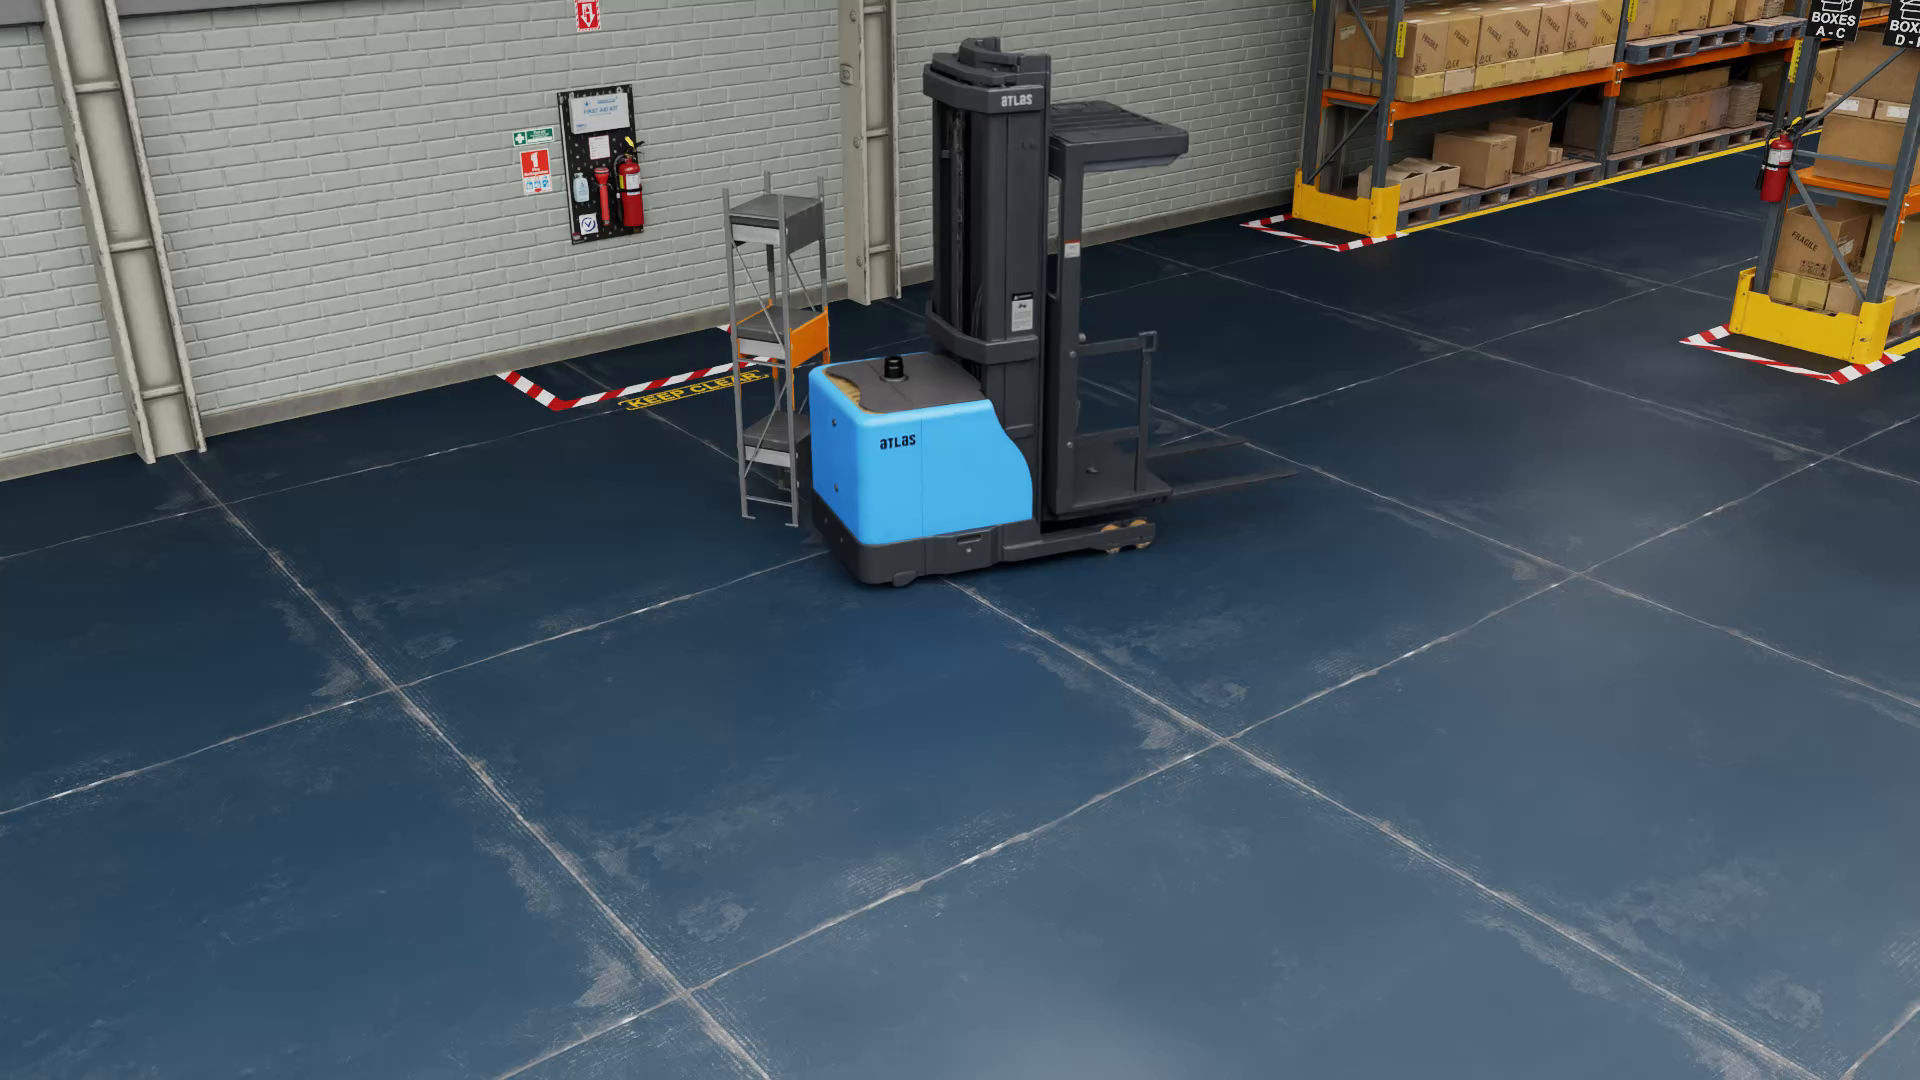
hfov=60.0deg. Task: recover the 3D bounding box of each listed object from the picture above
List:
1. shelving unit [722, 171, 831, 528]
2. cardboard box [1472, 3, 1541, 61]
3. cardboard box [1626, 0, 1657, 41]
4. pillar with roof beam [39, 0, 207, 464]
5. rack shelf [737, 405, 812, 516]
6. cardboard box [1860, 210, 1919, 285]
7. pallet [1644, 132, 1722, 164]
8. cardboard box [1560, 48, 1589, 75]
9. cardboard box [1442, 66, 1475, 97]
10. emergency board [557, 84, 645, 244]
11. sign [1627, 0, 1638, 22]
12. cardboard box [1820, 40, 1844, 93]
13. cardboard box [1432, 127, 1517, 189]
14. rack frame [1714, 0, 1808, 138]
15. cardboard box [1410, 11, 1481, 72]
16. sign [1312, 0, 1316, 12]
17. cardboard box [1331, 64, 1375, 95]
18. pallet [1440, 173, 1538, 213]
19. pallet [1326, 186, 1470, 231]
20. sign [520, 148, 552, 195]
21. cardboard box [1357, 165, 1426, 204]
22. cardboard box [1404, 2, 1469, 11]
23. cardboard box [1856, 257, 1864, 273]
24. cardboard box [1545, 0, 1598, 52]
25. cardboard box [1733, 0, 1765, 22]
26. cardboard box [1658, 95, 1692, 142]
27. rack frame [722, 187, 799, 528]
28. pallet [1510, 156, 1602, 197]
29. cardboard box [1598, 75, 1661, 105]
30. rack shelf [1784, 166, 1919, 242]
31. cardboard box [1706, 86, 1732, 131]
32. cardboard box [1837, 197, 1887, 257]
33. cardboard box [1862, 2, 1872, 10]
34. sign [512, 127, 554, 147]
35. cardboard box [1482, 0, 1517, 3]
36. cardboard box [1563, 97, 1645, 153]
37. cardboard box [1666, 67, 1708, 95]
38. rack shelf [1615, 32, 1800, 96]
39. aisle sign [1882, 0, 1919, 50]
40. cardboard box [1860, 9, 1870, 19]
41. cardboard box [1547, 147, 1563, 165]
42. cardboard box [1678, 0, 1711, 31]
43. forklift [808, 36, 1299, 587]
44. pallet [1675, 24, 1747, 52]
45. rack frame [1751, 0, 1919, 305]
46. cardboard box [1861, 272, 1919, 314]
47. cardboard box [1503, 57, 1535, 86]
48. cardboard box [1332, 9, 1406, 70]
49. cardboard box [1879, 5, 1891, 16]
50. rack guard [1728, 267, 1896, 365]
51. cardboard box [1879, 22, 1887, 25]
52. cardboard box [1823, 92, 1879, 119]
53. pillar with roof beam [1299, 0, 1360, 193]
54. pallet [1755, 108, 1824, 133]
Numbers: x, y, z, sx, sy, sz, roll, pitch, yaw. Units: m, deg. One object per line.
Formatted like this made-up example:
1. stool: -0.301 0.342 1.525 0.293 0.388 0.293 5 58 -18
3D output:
1. shelving unit: -1.101 -1.160 10.255 0.431 2.100 0.503 10 27 21
2. cardboard box: 5.696 -5.332 17.439 0.500 0.500 0.500 -17 30 -32
3. cardboard box: 7.499 -6.036 19.051 0.500 0.500 0.700 -18 30 -34
4. pillar with roof beam: -2.839 -3.277 6.622 0.400 9.000 9.100 -18 31 -34
5. rack shelf: -1.101 -0.512 10.555 0.431 0.518 0.480 10 27 21
6. cardboard box: 7.941 -2.470 13.887 0.500 0.500 0.500 -18 31 -34
7. pallet: 8.650 -4.927 20.615 1.213 0.211 1.003 -18 31 -34
8. cardboard box: 6.495 -5.261 18.177 0.500 0.250 0.500 -18 30 -34
9. cardboard box: 4.910 -4.733 17.040 0.500 0.250 0.500 -19 31 -36
10. emergency board: -2.742 -2.911 12.960 0.643 1.169 0.194 -18 31 -34
11. sign: 7.419 -5.885 18.339 0.005 0.325 0.100 -18 31 -34
12. cardboard box: 11.578 -6.297 22.311 0.750 0.750 0.750 -18 31 -34
13. cardboard box: 5.587 -4.169 18.116 0.500 0.500 0.700 -21 32 -37
14. rack frame: 10.226 -6.709 21.143 0.127 3.000 1.000 -18 31 -34
15. cardboard box: 4.886 -5.062 16.857 0.500 0.500 0.500 -18 30 -34
16. sign: 3.603 -5.489 16.762 0.005 0.325 0.100 -18 31 -34
17. cardboard box: 4.178 -4.758 17.093 0.500 0.250 0.500 -18 30 -33
18. pallet: 5.610 -3.900 18.403 1.213 0.211 1.003 -18 31 -34
19. pallet: 4.651 -3.585 17.724 1.213 0.211 1.003 -18 31 -34
20. sign: -3.241 -2.818 12.717 0.234 0.329 0.001 -18 31 -34
21. cardboard box: 4.530 -3.761 17.462 0.500 0.311 0.500 -23 33 -40
22. cardboard box: 4.976 -5.368 17.517 0.500 0.500 0.500 -19 31 -35
23. cardboard box: 7.616 -2.305 14.421 0.500 0.250 0.500 -18 31 -34
24. cardboard box: 6.507 -5.594 18.005 0.500 0.500 0.500 -18 31 -34
25. cardboard box: 9.439 -6.674 20.427 0.500 0.500 0.700 -22 33 -39
26. cardboard box: 8.449 -5.202 20.343 0.500 0.500 0.700 -18 30 -33
27. rack frame: -1.197 -1.065 10.052 0.400 2.100 0.015 10 27 21
28. pallet: 6.571 -4.219 19.090 1.213 0.211 1.003 -18 31 -34
29. cardboard box: 7.991 -5.388 19.853 0.500 0.250 0.500 -19 31 -35
30. rack shelf: 8.564 -3.184 14.402 4.000 0.370 1.077 -18 31 -34
31. cardboard box: 9.214 -5.475 20.931 0.500 0.500 0.700 -18 31 -34
32. cardboard box: 8.006 -2.777 14.547 0.500 0.500 0.500 -18 31 -34
33. cardboard box: 11.575 -7.201 21.708 0.500 0.500 0.500 -18 31 -34
34. sign: -3.232 -3.057 12.601 0.331 0.109 0.001 -18 31 -34
35. cardboard box: 5.774 -5.638 18.098 0.500 0.500 0.500 -17 30 -33
36. cardboard box: 7.647 -4.932 19.762 0.500 0.500 0.700 -17 30 -32
37. cardboard box: 8.802 -5.648 20.413 0.500 0.250 0.500 -18 31 -34
38. rack shelf: 8.652 -5.863 20.175 4.000 0.370 1.077 -18 31 -34
39. aisle sign: 7.127 -4.052 12.329 0.004 0.787 0.394 -18 31 -34
40. cardboard box: 11.828 -7.015 22.077 0.250 0.149 0.380 -18 30 -34
41. cardboard box: 6.675 -4.436 19.087 0.380 0.166 0.250 22 33 39
42. cardboard box: 8.442 -6.360 19.749 0.500 0.500 0.700 -14 28 -27
43. forklift: 0.647 -1.446 9.884 3.031 2.935 1.130 -10 27 -20
44. pallet: 8.693 -6.094 20.046 1.213 0.211 1.003 -18 31 -34
45. rack frame: 6.990 -2.991 13.131 0.127 3.000 1.000 -18 31 -34
46. cardboard box: 7.940 -2.131 14.046 0.500 0.250 0.500 -18 31 -34
47. cardboard box: 5.714 -4.994 17.602 0.500 0.250 0.500 -18 30 -34
48. cardboard box: 4.170 -5.105 16.950 0.500 0.500 0.500 -19 31 -35
49. cardboard box: 12.255 -7.146 22.359 0.250 0.149 0.380 -19 31 -35
50. rack guard: 6.971 -1.851 13.644 0.348 0.500 1.175 -18 31 -34
51. cardboard box: 7.817 -3.894 13.417 0.500 0.500 0.700 -19 31 -35
52. cardboard box: 7.173 -3.493 13.324 0.250 0.149 0.380 -19 31 -35
53. pillar with roof beam: 6.604 -6.394 13.339 0.400 9.000 9.100 -18 31 -34
54. pallet: 10.892 -5.624 22.117 1.213 0.211 1.003 -18 31 -34
